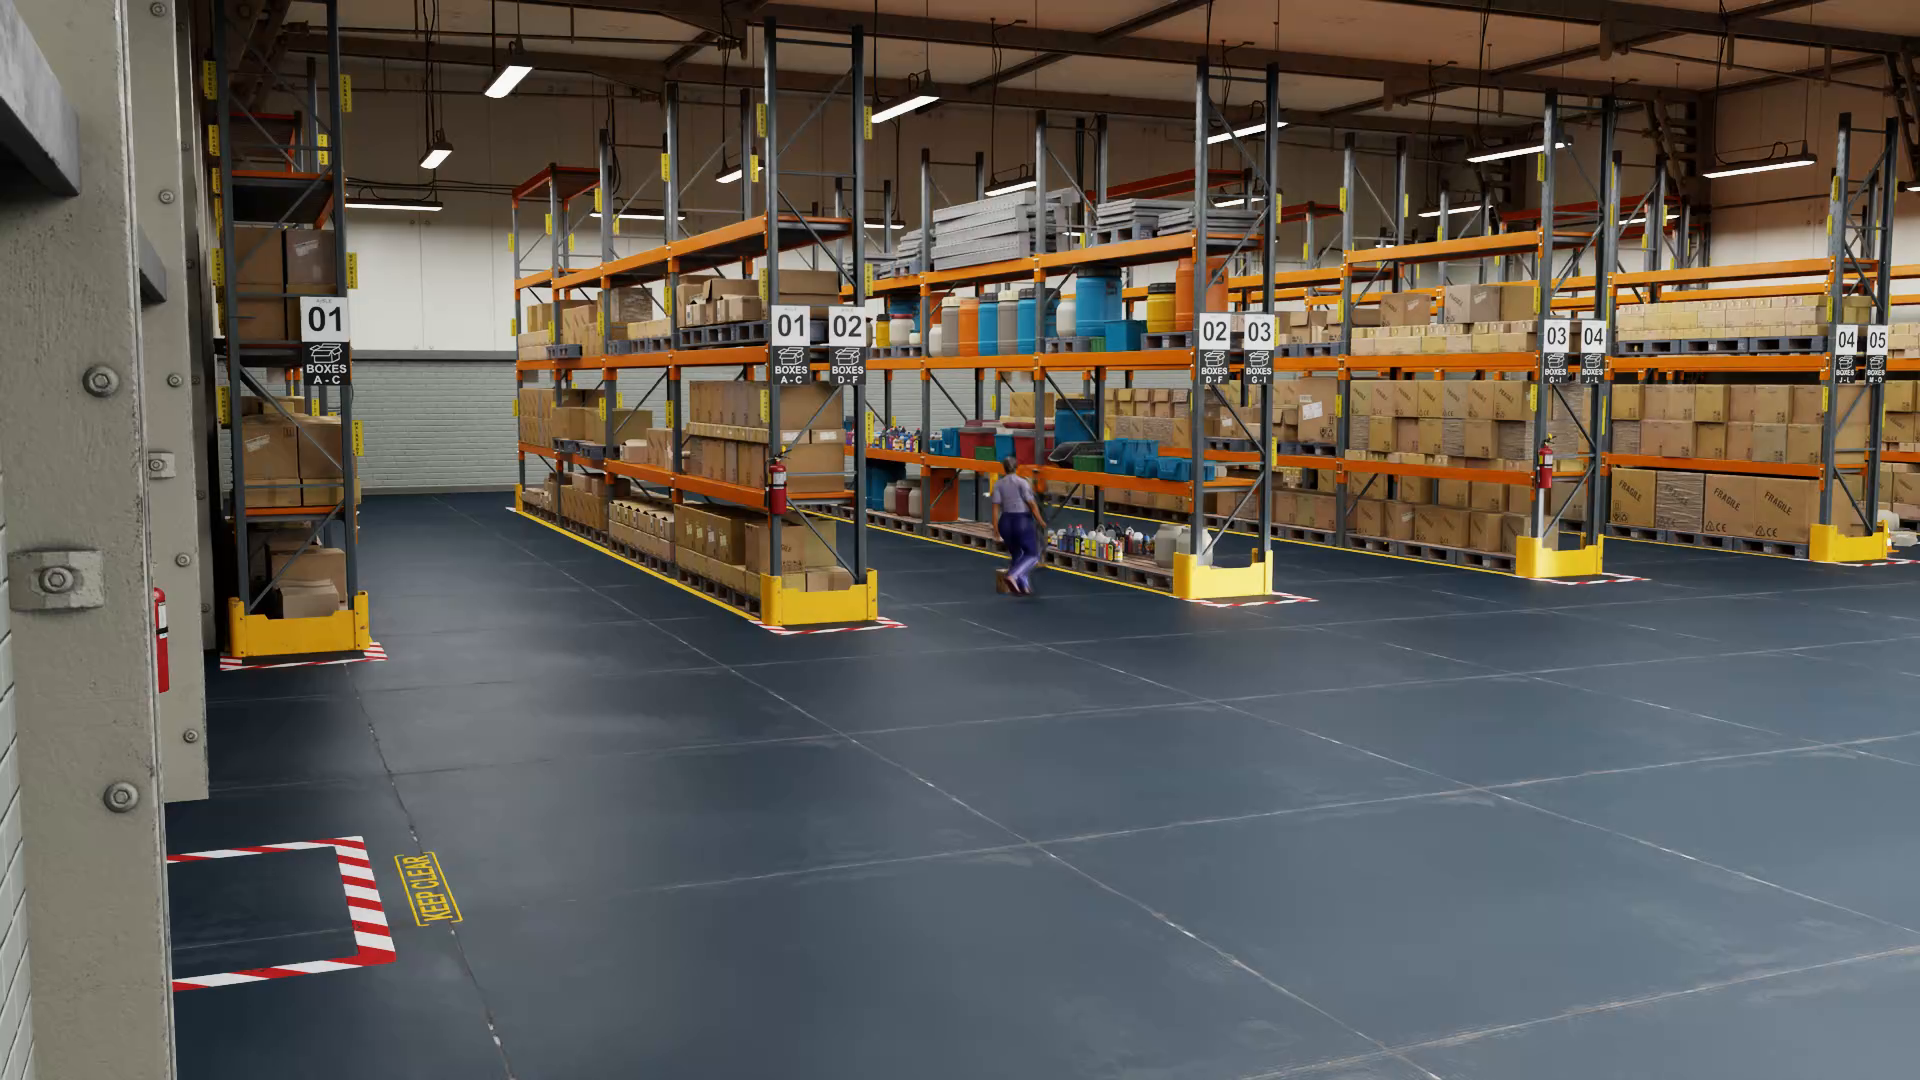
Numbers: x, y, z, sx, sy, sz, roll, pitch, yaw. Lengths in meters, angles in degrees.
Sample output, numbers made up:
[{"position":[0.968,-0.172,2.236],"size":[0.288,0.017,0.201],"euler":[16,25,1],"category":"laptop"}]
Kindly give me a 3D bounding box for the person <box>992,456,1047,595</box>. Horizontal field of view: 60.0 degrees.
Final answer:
[{"position":[0.676,-0.156,18.764],"size":[0.550,1.601,0.800],"euler":[3,6,31],"category":"person"}]
